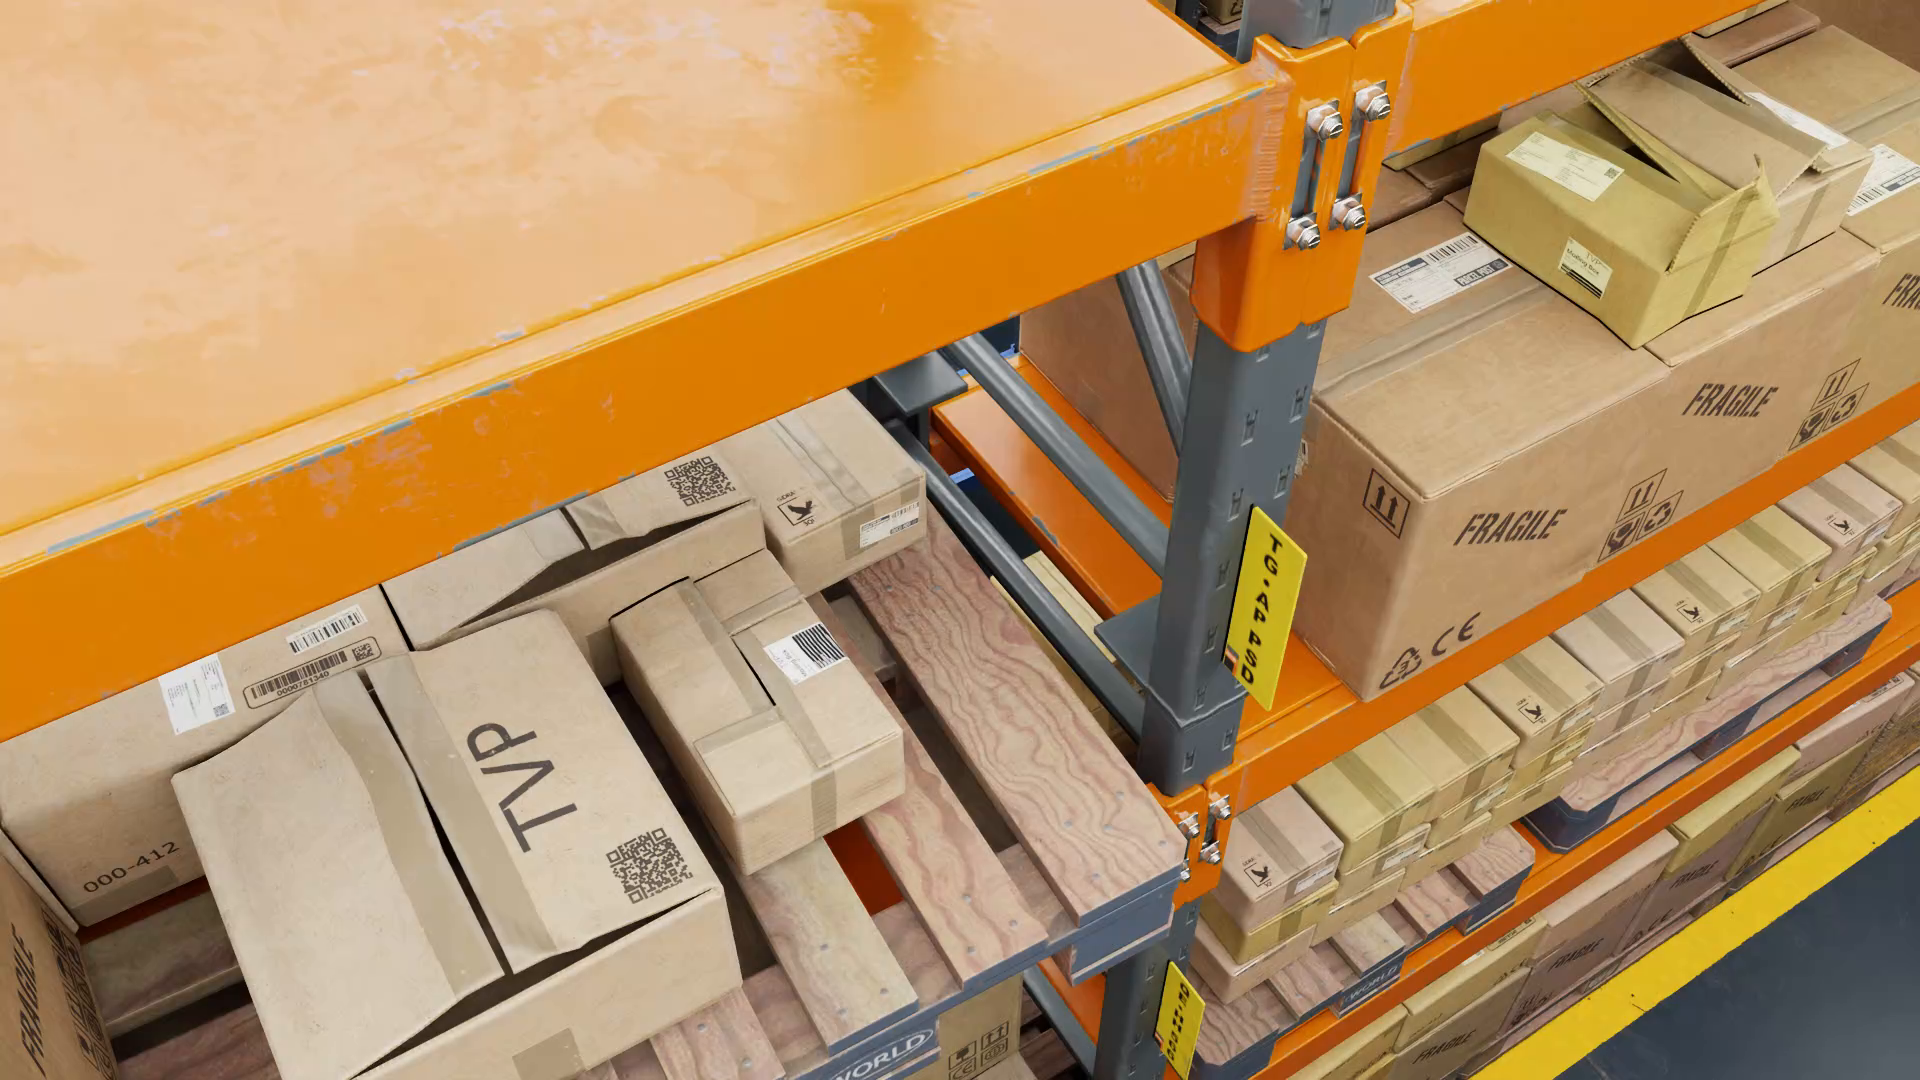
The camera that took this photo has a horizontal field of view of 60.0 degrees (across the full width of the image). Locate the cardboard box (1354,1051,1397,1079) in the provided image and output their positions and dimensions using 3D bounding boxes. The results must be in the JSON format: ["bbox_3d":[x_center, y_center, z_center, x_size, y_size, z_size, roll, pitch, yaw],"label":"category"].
[{"bbox_3d":[0.844,1.509,4.735,0.500,0.500,0.500,-27,54,-22],"label":"cardboard box"}]

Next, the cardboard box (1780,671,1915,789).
[{"bbox_3d":[2.556,0.440,5.185,0.500,0.250,0.500,-23,52,-19],"label":"cardboard box"}]

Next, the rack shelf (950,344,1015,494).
[{"bbox_3d":[-0.072,-0.345,6.239,1.000,0.185,0.538,-25,53,-21],"label":"rack shelf"}]

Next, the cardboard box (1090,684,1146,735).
[{"bbox_3d":[0.284,0.299,4.108,0.250,0.149,0.380,-24,53,-20],"label":"cardboard box"}]

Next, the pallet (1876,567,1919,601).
[{"bbox_3d":[2.768,-0.379,5.153,1.213,0.211,1.003,-25,53,-21],"label":"pallet"}]

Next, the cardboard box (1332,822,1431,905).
[{"bbox_3d":[0.854,0.608,3.833,0.250,0.149,0.380,-23,52,-19],"label":"cardboard box"}]

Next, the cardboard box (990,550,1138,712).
[{"bbox_3d":[0.279,0.200,3.997,0.250,0.149,0.380,-27,54,-22],"label":"cardboard box"}]

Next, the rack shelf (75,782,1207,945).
[{"bbox_3d":[-1.582,0.977,2.290,4.000,0.370,1.077,-25,53,-21],"label":"rack shelf"}]

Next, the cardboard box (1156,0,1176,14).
[{"bbox_3d":[0.401,-2.994,8.494,0.875,0.875,1.225,-25,53,-21],"label":"cardboard box"}]

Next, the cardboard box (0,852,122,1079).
[{"bbox_3d":[-1.211,0.604,1.725,0.500,0.500,0.500,-25,53,-21],"label":"cardboard box"}]

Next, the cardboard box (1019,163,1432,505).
[{"bbox_3d":[0.457,-0.480,3.039,0.500,0.500,0.500,-25,53,-21],"label":"cardboard box"}]

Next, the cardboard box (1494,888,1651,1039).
[{"bbox_3d":[1.699,1.100,5.100,0.500,0.500,0.500,-26,53,-22],"label":"cardboard box"}]

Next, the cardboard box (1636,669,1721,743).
[{"bbox_3d":[1.716,0.302,4.305,0.250,0.149,0.380,-25,53,-20],"label":"cardboard box"}]

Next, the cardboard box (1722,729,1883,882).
[{"bbox_3d":[2.567,0.695,5.461,0.500,0.500,0.500,-26,53,-22],"label":"cardboard box"}]

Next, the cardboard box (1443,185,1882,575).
[{"bbox_3d":[1.154,-0.355,2.928,0.500,0.500,0.500,-25,53,-21],"label":"cardboard box"}]

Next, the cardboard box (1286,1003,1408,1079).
[{"bbox_3d":[0.822,1.259,4.456,0.500,0.250,0.500,-27,54,-22],"label":"cardboard box"}]

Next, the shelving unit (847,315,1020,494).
[{"bbox_3d":[-0.072,-0.465,6.105,1.048,1.500,0.538,-25,53,-21],"label":"shelving unit"}]

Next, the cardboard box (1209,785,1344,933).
[{"bbox_3d":[0.607,0.621,3.622,0.250,0.149,0.380,-25,53,-21],"label":"cardboard box"}]

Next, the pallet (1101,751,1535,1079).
[{"bbox_3d":[0.655,0.651,4.235,1.003,0.211,1.213,-25,53,-21],"label":"pallet"}]

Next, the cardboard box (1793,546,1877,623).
[{"bbox_3d":[2.148,0.001,4.374,0.250,0.149,0.380,-25,53,-21],"label":"cardboard box"}]

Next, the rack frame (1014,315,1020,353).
[{"bbox_3d":[0.358,-0.667,6.285,0.032,1.500,0.500,-25,53,-21],"label":"rack frame"}]

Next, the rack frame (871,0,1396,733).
[{"bbox_3d":[0.110,-1.057,1.610,0.127,3.000,1.000,-25,53,-21],"label":"rack frame"}]

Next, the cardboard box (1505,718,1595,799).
[{"bbox_3d":[1.291,0.399,4.019,0.250,0.149,0.380,-25,53,-21],"label":"cardboard box"}]

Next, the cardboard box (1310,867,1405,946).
[{"bbox_3d":[0.823,0.725,3.928,0.250,0.149,0.380,-23,52,-19],"label":"cardboard box"}]

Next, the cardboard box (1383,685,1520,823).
[{"bbox_3d":[1.039,0.419,3.802,0.250,0.149,0.380,-25,53,-21],"label":"cardboard box"}]

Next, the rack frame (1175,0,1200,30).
[{"bbox_3d":[0.931,-3.828,8.096,0.127,3.000,1.000,-25,53,-21],"label":"rack frame"}]

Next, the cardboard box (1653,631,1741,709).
[{"bbox_3d":[1.714,0.204,4.193,0.250,0.149,0.380,-26,53,-21],"label":"cardboard box"}]

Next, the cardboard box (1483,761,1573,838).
[{"bbox_3d":[1.278,0.509,4.121,0.250,0.149,0.380,-23,52,-19],"label":"cardboard box"}]

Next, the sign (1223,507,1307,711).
[{"bbox_3d":[0.399,0.097,2.193,0.005,0.325,0.100,-25,53,-21],"label":"sign"}]

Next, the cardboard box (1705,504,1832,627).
[{"bbox_3d":[1.927,0.001,4.174,0.250,0.149,0.380,-26,53,-21],"label":"cardboard box"}]

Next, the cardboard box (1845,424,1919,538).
[{"bbox_3d":[2.379,-0.216,4.368,0.250,0.149,0.380,-27,54,-22],"label":"cardboard box"}]

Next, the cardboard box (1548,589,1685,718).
[{"bbox_3d":[1.492,0.205,3.993,0.250,0.149,0.380,-23,52,-19],"label":"cardboard box"}]

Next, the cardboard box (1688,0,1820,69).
[{"bbox_3d":[1.298,-0.884,3.399,0.500,0.500,0.500,-25,53,-21],"label":"cardboard box"}]

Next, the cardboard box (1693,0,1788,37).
[{"bbox_3d":[1.390,-1.198,3.165,0.258,0.266,0.396,-25,53,-21],"label":"cardboard box"}]

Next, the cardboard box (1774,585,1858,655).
[{"bbox_3d":[2.162,0.093,4.491,0.250,0.149,0.380,-23,52,-19],"label":"cardboard box"}]

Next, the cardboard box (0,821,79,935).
[{"bbox_3d":[-1.478,0.352,2.077,0.500,0.311,0.500,-26,53,-21],"label":"cardboard box"}]

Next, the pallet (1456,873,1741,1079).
[{"bbox_3d":[1.802,1.072,5.599,1.213,0.211,1.003,-25,53,-21],"label":"pallet"}]

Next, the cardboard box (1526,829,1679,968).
[{"bbox_3d":[1.676,0.868,4.804,0.500,0.250,0.500,-25,53,-21],"label":"cardboard box"}]

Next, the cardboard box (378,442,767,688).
[{"bbox_3d":[-0.620,-0.053,2.437,0.500,0.311,0.500,-25,53,-21],"label":"cardboard box"}]

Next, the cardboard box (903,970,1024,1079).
[{"bbox_3d":[-0.275,0.745,3.286,0.500,0.500,0.700,-25,53,-21],"label":"cardboard box"}]

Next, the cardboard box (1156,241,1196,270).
[{"bbox_3d":[0.313,-0.672,2.697,0.258,0.266,0.396,-25,53,-21],"label":"cardboard box"}]

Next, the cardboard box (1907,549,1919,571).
[{"bbox_3d":[2.619,-0.126,4.686,0.250,0.149,0.380,-28,54,-23],"label":"cardboard box"}]

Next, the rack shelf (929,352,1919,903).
[{"bbox_3d":[1.801,-0.617,3.709,4.000,0.370,1.077,-25,53,-21],"label":"rack shelf"}]

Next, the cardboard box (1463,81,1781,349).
[{"bbox_3d":[1.035,-0.539,2.579,0.258,0.266,0.396,-25,53,-21],"label":"cardboard box"}]

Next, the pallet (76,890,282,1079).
[{"bbox_3d":[-1.351,0.741,2.144,1.213,0.211,1.003,-23,52,-19],"label":"pallet"}]
